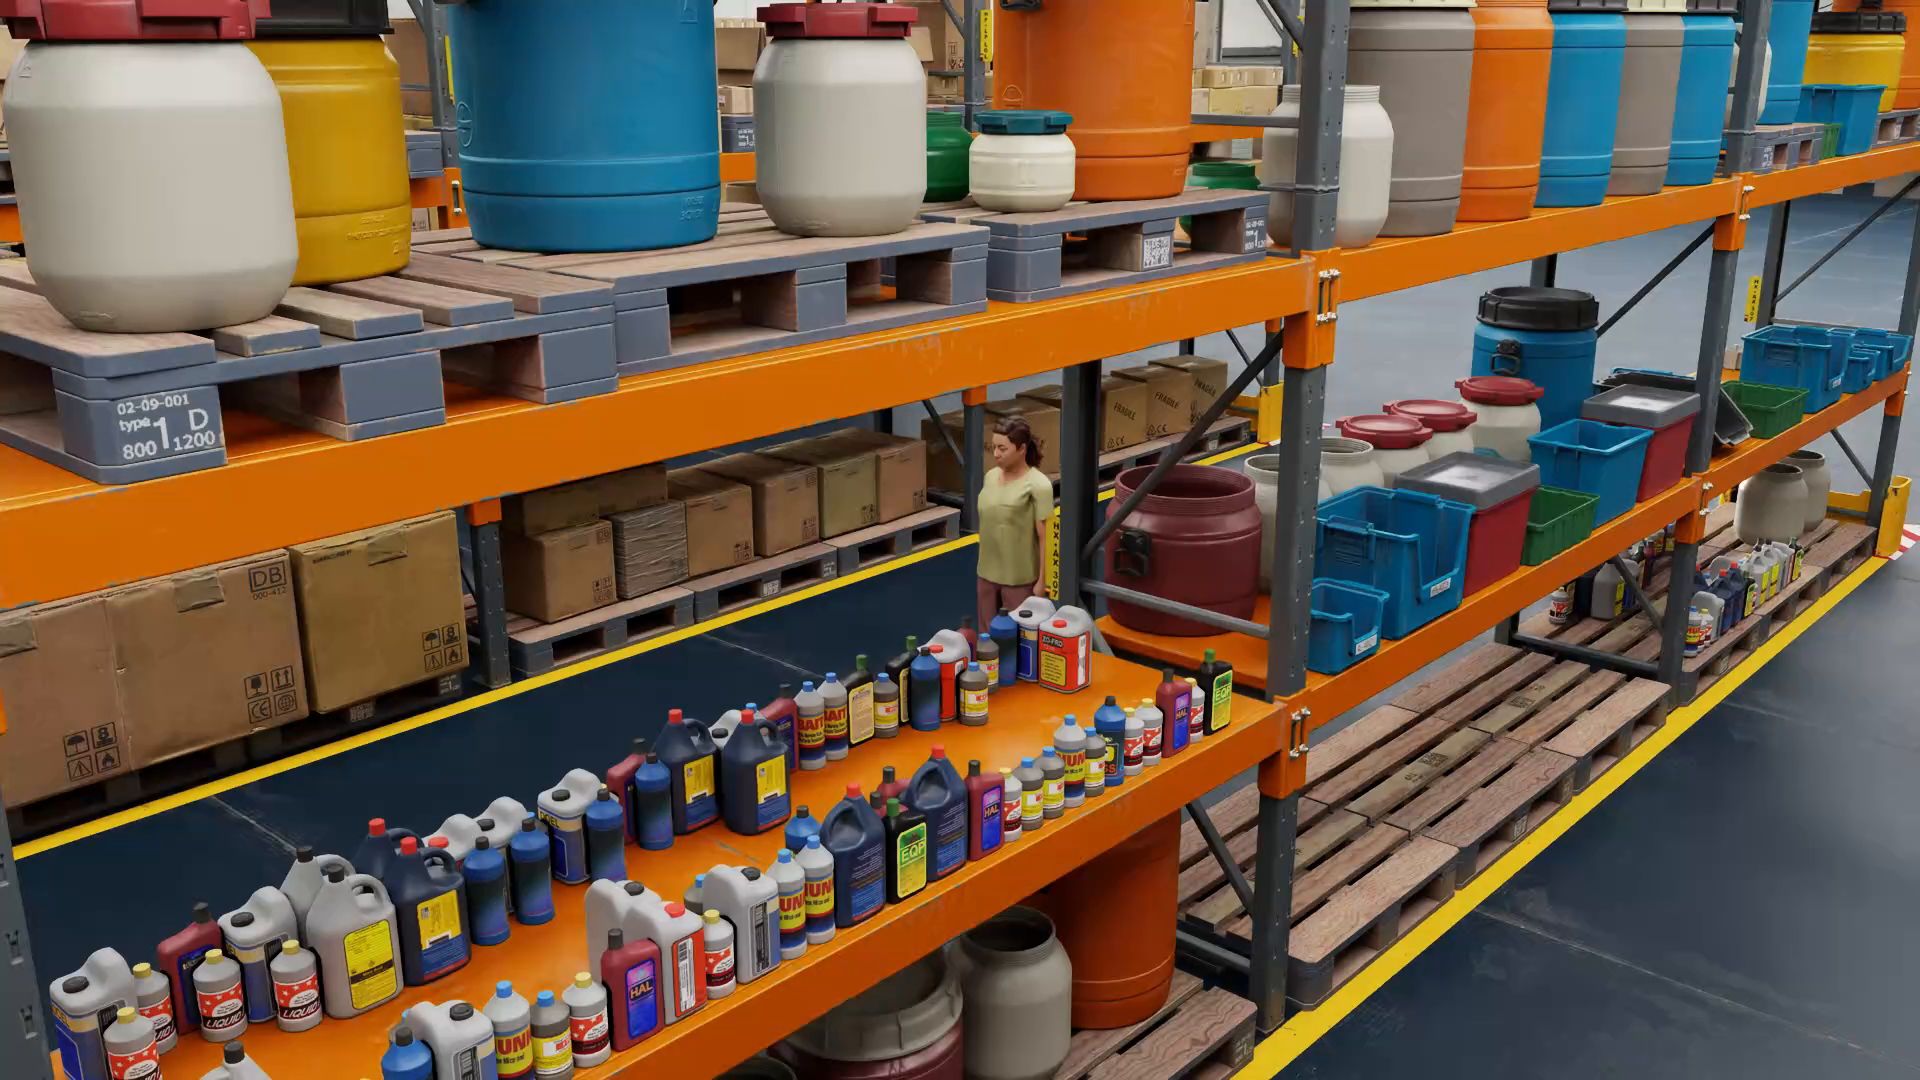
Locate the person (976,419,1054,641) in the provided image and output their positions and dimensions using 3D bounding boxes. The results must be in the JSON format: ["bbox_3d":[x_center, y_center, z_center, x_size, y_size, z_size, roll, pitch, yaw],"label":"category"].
[{"bbox_3d":[0.267,0.215,8.357,0.440,1.670,0.360,15,23,41],"label":"person"}]
